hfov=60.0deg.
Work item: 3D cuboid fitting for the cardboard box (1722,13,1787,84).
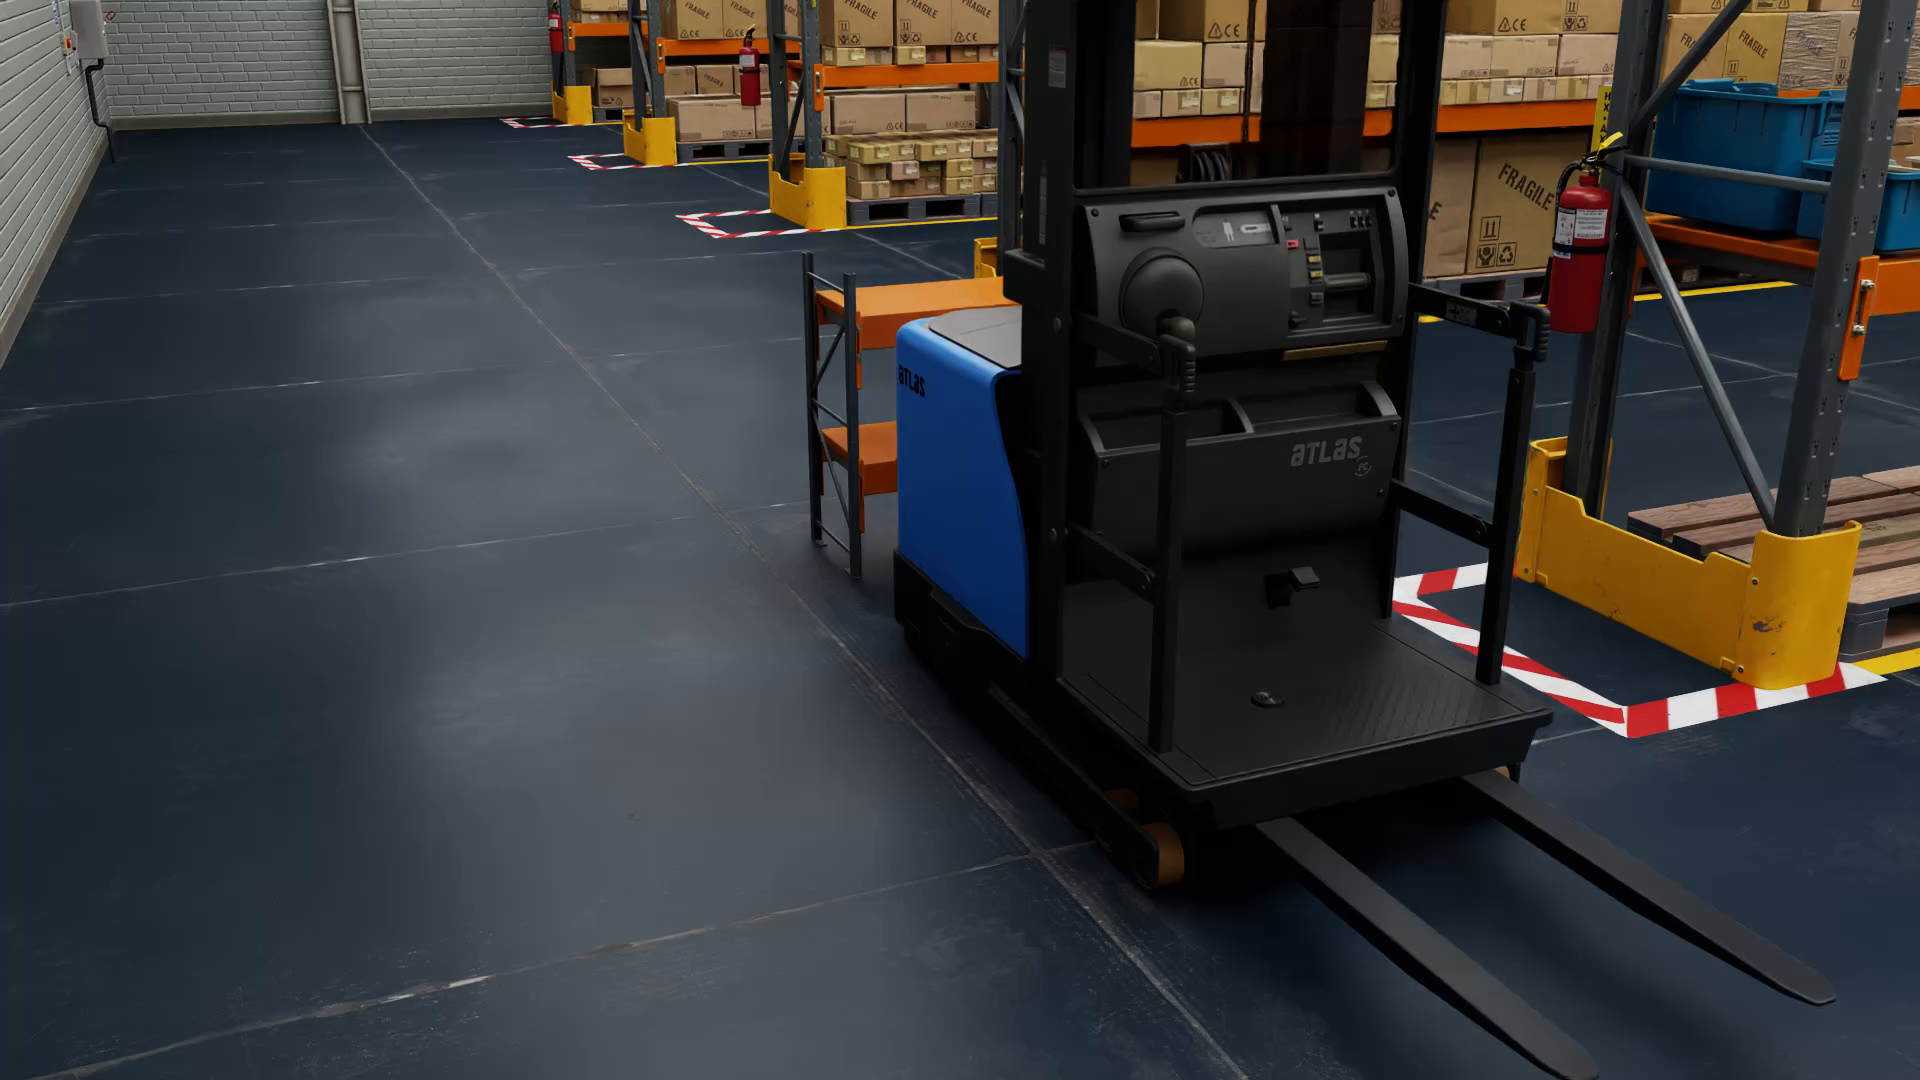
[{"bbox_3d":[5.136,-3.281,11.174,0.500,0.500,0.500,-8,21,-22],"label":"cardboard box"}]

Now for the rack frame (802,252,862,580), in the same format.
[{"bbox_3d":[-0.473,-0.463,6.143,0.032,1.125,0.500,-8,21,-22],"label":"rack frame"}]

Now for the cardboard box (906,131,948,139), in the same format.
[{"bbox_3d":[-0.302,-3.567,14.900,0.250,0.149,0.380,-9,21,-24],"label":"cardboard box"}]

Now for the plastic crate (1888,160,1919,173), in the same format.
[{"bbox_3d":[3.391,-1.247,5.853,0.243,0.136,0.396,-8,21,-22],"label":"plastic crate"}]

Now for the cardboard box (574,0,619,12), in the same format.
[{"bbox_3d":[-4.891,-7.239,22.344,0.500,0.250,0.500,-8,21,-22],"label":"cardboard box"}]

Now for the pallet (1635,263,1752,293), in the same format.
[{"bbox_3d":[4.832,-1.992,11.863,1.213,0.211,1.003,-8,21,-22],"label":"pallet"}]

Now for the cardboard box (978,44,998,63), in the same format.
[{"bbox_3d":[0.201,-4.200,14.313,0.250,0.149,0.380,-9,21,-23],"label":"cardboard box"}]

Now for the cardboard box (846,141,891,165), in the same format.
[{"bbox_3d":[-0.776,-3.282,14.092,0.250,0.149,0.380,-9,21,-24],"label":"cardboard box"}]

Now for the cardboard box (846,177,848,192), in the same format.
[{"bbox_3d":[-0.991,-3.169,14.666,0.250,0.149,0.380,-8,21,-21],"label":"cardboard box"}]

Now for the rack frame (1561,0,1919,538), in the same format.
[{"bbox_3d":[2.442,-1.147,5.262,0.127,3.000,1.000,-8,21,-22],"label":"rack frame"}]

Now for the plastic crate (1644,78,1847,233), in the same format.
[{"bbox_3d":[2.676,-1.293,5.533,0.499,0.435,0.616,-8,21,-22],"label":"plastic crate"}]

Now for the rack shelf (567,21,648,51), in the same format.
[{"bbox_3d":[-3.578,-7.116,23.299,4.000,0.370,1.077,-8,21,-22],"label":"rack shelf"}]

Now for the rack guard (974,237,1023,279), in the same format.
[{"bbox_3d":[0.458,-1.475,9.958,0.348,0.500,1.175,-8,21,-22],"label":"rack guard"}]

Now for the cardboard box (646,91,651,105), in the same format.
[{"bbox_3d":[-4.410,-6.141,23.108,0.250,0.149,0.380,-9,21,-24],"label":"cardboard box"}]

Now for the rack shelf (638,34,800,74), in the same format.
[{"bbox_3d":[-1.609,-5.603,19.002,4.000,0.370,1.077,-8,21,-22],"label":"rack shelf"}]

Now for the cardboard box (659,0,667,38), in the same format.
[{"bbox_3d":[-3.107,-5.870,18.528,0.500,0.500,0.500,-8,21,-22],"label":"cardboard box"}]

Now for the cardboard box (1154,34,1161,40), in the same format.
[{"bbox_3d":[1.286,-2.938,10.127,0.500,0.250,0.500,-9,21,-23],"label":"cardboard box"}]

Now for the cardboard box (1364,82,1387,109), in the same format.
[{"bbox_3d":[2.349,-2.687,10.016,0.250,0.149,0.380,-9,21,-23],"label":"cardboard box"}]

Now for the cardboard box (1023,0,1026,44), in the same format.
[{"bbox_3d":[0.532,-4.553,14.338,0.500,0.500,0.500,-9,21,-23],"label":"cardboard box"}]

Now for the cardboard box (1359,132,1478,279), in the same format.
[{"bbox_3d":[2.689,-2.198,10.816,0.875,0.875,0.875,-8,21,-22],"label":"cardboard box"}]

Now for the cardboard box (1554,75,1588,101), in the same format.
[{"bbox_3d":[3.766,-2.891,10.594,0.250,0.149,0.380,-8,21,-21],"label":"cardboard box"}]

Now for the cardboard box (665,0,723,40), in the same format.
[{"bbox_3d":[-2.891,-5.702,18.049,0.500,0.500,0.500,-8,21,-22],"label":"cardboard box"}]

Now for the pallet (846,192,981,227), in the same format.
[{"bbox_3d":[-0.562,-2.974,14.650,1.213,0.211,1.003,-8,21,-22],"label":"pallet"}]

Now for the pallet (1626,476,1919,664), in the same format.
[{"bbox_3d":[3.215,0.072,6.000,1.213,0.211,1.003,-8,21,-22],"label":"pallet"}]

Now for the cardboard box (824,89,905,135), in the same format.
[{"bbox_3d":[-1.213,-5.027,19.508,0.875,0.438,0.875,-9,21,-24],"label":"cardboard box"}]

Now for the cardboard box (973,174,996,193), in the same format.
[{"bbox_3d":[0.124,-3.165,14.653,0.250,0.149,0.380,-8,21,-22],"label":"cardboard box"}]

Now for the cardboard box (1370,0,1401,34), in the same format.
[{"bbox_3d":[2.681,-3.489,10.564,0.500,0.500,0.500,-9,21,-24],"label":"cardboard box"}]

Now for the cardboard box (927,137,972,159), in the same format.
[{"bbox_3d":[-0.093,-3.407,14.447,0.250,0.149,0.380,-9,21,-25],"label":"cardboard box"}]

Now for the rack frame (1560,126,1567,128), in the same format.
[{"bbox_3d":[4.153,-3.183,11.046,0.127,3.000,1.000,-8,21,-22],"label":"rack frame"}]

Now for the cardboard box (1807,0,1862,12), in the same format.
[{"bbox_3d":[5.935,-3.963,11.601,0.637,0.503,0.797,-7,21,-20],"label":"cardboard box"}]

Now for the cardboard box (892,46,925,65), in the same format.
[{"bbox_3d":[-0.479,-4.072,13.949,0.250,0.149,0.380,-9,21,-23],"label":"cardboard box"}]

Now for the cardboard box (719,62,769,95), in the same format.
[{"bbox_3d":[-3.062,-6.500,23.598,0.500,0.500,0.700,-9,21,-24],"label":"cardboard box"}]

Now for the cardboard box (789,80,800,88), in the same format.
[{"bbox_3d":[-2.442,-6.634,24.262,0.500,0.311,0.500,-7,21,-20],"label":"cardboard box"}]

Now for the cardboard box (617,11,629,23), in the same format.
[{"bbox_3d":[-4.561,-7.126,22.623,0.250,0.149,0.380,-8,21,-23],"label":"cardboard box"}]

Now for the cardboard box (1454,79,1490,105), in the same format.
[{"bbox_3d":[3.058,-2.789,10.306,0.250,0.149,0.380,-8,21,-21],"label":"cardboard box"}]

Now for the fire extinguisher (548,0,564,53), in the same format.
[{"bbox_3d":[-5.367,-6.820,22.052,0.183,0.674,0.296,-8,21,-22],"label":"fire extinguisher"}]

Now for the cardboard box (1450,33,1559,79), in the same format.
[{"bbox_3d":[3.377,-3.046,10.434,0.500,0.250,0.500,-7,21,-20],"label":"cardboard box"}]

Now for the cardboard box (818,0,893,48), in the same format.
[{"bbox_3d":[-0.870,-4.345,13.748,0.500,0.500,0.500,-7,21,-19],"label":"cardboard box"}]

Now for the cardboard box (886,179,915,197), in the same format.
[{"bbox_3d":[-0.576,-3.067,14.376,0.250,0.149,0.380,-8,21,-22],"label":"cardboard box"}]

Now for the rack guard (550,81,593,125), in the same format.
[{"bbox_3d":[-5.345,-6.023,22.876,0.348,0.500,1.175,-8,21,-22],"label":"rack guard"}]

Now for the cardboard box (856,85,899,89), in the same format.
[{"bbox_3d":[-1.209,-6.733,24.258,0.500,0.500,0.500,-7,21,-20],"label":"cardboard box"}]

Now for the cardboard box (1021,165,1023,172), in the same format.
[{"bbox_3d":[0.372,-3.358,14.755,0.250,0.149,0.380,-7,21,-19],"label":"cardboard box"}]

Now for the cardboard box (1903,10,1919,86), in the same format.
[{"bbox_3d":[6.535,-3.483,11.747,0.500,0.500,0.500,-9,21,-24],"label":"cardboard box"}]

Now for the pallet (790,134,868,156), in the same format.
[{"bbox_3d":[-1.623,-4.652,19.417,1.213,0.211,1.003,-8,21,-22],"label":"pallet"}]

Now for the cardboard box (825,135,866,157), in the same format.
[{"bbox_3d":[-1.006,-3.464,14.608,0.250,0.149,0.380,-8,21,-21],"label":"cardboard box"}]

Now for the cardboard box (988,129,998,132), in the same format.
[{"bbox_3d":[0.438,-3.663,15.174,0.250,0.149,0.380,-8,21,-22],"label":"cardboard box"}]

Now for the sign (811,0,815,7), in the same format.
[{"bbox_3d":[-1.177,-4.426,13.272,0.005,0.325,0.100,-8,21,-22],"label":"sign"}]

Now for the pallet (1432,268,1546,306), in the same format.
[{"bbox_3d":[3.424,-1.792,11.293,1.213,0.211,1.003,-8,21,-22],"label":"pallet"}]

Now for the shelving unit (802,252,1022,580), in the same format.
[{"bbox_3d":[-0.006,-0.530,6.333,1.048,1.125,0.538,-8,21,-22],"label":"shelving unit"}]

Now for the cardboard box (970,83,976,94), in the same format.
[{"bbox_3d":[0.215,-6.936,24.837,0.500,0.500,0.500,-9,21,-24],"label":"cardboard box"}]

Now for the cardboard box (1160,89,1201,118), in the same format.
[{"bbox_3d":[1.172,-2.519,9.538,0.250,0.149,0.380,-8,21,-23],"label":"cardboard box"}]

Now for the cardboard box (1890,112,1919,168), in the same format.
[{"bbox_3d":[6.362,-2.706,12.258,0.875,0.875,1.225,-8,21,-22],"label":"cardboard box"}]

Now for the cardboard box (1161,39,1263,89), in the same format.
[{"bbox_3d":[1.503,-2.778,9.673,0.500,0.250,0.500,-8,21,-23],"label":"cardboard box"}]

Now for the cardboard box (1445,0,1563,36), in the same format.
[{"bbox_3d":[3.375,-3.400,10.310,0.500,0.500,0.500,-8,21,-21],"label":"cardboard box"}]

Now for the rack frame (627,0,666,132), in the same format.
[{"bbox_3d":[-3.445,-5.679,18.135,0.127,3.000,1.000,-8,21,-22],"label":"rack frame"}]

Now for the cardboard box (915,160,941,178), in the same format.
[{"bbox_3d":[-0.345,-3.245,14.435,0.250,0.149,0.380,-8,21,-21],"label":"cardboard box"}]

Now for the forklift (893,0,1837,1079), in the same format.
[{"bbox_3d":[0.829,-0.686,4.056,1.130,2.935,3.031,-8,21,-22],"label":"forklift"}]
